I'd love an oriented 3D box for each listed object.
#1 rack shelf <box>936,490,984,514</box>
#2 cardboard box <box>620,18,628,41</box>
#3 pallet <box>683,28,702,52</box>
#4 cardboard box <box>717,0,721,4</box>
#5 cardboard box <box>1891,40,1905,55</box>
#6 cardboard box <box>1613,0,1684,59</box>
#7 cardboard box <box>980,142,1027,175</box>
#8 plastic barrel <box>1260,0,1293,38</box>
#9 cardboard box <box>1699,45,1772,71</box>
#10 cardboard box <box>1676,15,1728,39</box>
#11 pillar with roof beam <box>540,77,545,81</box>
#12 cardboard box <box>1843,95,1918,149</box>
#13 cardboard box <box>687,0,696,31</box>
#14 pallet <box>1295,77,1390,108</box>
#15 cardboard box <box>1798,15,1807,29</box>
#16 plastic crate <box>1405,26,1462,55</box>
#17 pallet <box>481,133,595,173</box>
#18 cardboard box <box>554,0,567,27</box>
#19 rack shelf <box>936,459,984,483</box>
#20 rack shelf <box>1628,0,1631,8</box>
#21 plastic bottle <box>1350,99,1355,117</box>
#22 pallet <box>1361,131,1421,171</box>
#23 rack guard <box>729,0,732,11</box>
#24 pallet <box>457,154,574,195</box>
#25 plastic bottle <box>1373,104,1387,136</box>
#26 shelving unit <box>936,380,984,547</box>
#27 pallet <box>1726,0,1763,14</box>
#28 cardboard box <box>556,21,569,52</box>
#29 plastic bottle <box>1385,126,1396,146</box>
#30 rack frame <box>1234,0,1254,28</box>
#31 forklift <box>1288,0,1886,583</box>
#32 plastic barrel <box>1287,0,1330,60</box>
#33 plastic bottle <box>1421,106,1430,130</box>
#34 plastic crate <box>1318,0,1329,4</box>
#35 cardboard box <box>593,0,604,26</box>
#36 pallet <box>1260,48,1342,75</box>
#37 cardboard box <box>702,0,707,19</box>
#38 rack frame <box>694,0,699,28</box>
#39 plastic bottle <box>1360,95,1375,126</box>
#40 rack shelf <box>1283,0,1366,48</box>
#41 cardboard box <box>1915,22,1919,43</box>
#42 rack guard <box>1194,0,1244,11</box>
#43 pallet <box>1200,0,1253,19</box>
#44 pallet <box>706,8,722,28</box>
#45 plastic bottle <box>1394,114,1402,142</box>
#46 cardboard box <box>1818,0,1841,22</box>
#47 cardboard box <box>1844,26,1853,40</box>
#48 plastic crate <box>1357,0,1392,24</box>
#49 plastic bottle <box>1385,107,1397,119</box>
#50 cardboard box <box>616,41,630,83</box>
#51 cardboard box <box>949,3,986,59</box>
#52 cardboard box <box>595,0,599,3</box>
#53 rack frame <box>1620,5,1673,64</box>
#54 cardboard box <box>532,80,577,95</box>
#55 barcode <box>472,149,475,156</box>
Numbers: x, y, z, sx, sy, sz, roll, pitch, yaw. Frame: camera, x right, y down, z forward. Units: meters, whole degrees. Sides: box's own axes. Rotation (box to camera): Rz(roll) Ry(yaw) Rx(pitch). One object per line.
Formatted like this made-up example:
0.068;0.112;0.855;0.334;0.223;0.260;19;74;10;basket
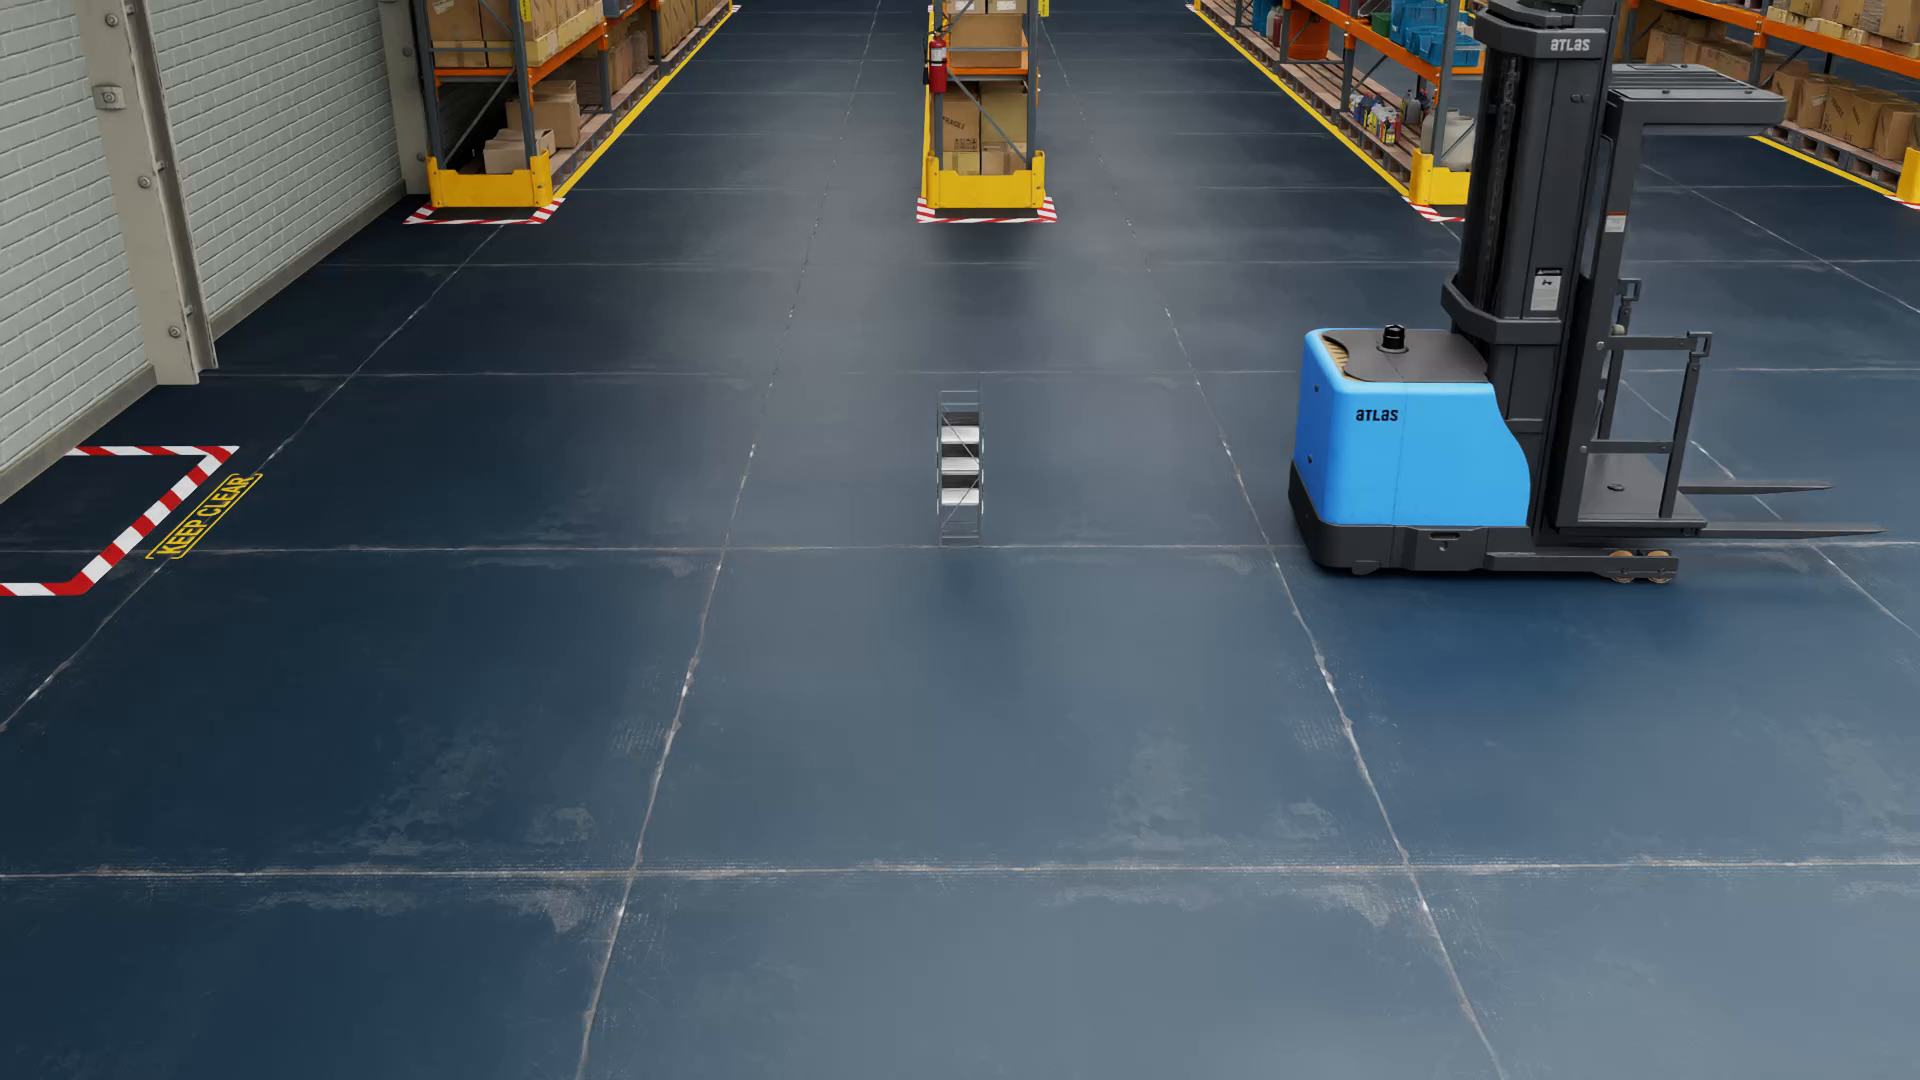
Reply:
0.000;-0.219;9.160;0.258;0.077;0.200;0;24;-1;rack shelf
-4.789;-6.896;22.447;0.500;0.250;0.500;0;24;0;cardboard box
-4.753;-8.084;26.869;1.003;0.211;1.213;0;24;-1;pallet
-4.772;-10.085;30.433;0.700;0.500;0.500;0;24;-1;cardboard box
9.900;-5.106;17.204;0.380;0.149;0.250;0;24;-1;cardboard box
10.080;-7.599;24.480;1.225;0.875;0.875;-1;24;-3;cardboard box
0.464;-3.912;17.087;0.500;0.250;0.500;0;24;-1;cardboard box
5.067;-8.436;26.300;0.600;0.901;0.708;0;24;-1;plastic barrel
10.132;-6.185;21.784;0.700;0.500;0.500;-2;24;-5;cardboard box
10.120;-7.000;22.677;0.500;0.250;0.500;2;24;5;cardboard box
-1.339;-10.238;20.966;9.100;9.000;0.400;0;24;-1;pillar with roof beam
10.135;-4.609;18.324;0.500;0.500;0.500;2;24;4;cardboard box
-4.699;-8.617;26.762;0.750;0.750;0.750;0;24;0;cardboard box
5.094;-5.977;22.210;1.003;0.211;1.213;0;24;-1;pallet
9.844;-5.930;19.025;0.380;0.149;0.250;0;24;-1;cardboard box
4.895;-5.177;17.237;0.499;0.251;0.408;0;24;-1;plastic crate
-4.690;-4.325;18.557;1.003;0.211;1.213;0;24;-1;pallet
-4.405;-5.625;17.295;0.500;0.500;0.500;-1;24;-2;cardboard box
0.000;-0.383;9.086;0.258;0.077;0.200;0;24;-1;rack shelf
10.044;-8.587;25.470;1.077;0.370;4.000;0;24;-1;rack shelf
4.724;-5.171;19.905;0.097;0.201;0.097;0;24;0;plastic bottle
5.139;-4.369;18.654;1.003;0.211;1.213;0;24;-1;pallet
-4.880;-10.192;31.178;1.175;0.500;0.348;0;24;-1;rack guard
-4.680;-3.824;17.448;1.003;0.211;1.213;0;24;-1;pallet
4.760;-4.750;18.793;0.144;0.351;0.185;1;24;2;plastic bottle
0.000;-0.413;9.072;0.258;0.900;0.210;0;24;-1;shelving unit
10.247;-6.671;20.593;1.003;0.211;1.213;0;24;-1;pallet
-4.413;-5.295;17.475;0.500;0.250;0.500;-1;24;-1;cardboard box
4.743;-4.453;18.317;0.097;0.201;0.097;0;24;0;plastic bottle
5.070;-9.717;27.095;1.000;3.000;0.127;0;24;-1;rack frame
3.405;-1.331;8.635;3.031;2.935;1.130;0;24;1;forklift
5.091;-7.473;24.257;0.600;0.830;0.708;0;24;-1;plastic barrel
5.349;-4.839;19.073;0.061;0.283;0.133;0;24;-1;plastic bottle
4.856;-7.040;21.434;0.450;0.188;0.662;0;24;-1;plastic crate
-4.441;-6.123;19.306;0.500;0.250;0.500;0;24;0;cardboard box
5.063;-7.123;24.743;1.003;0.211;1.213;0;24;-1;pallet
-4.744;-9.241;28.565;0.700;0.500;0.500;0;24;-1;cardboard box
-4.836;-9.673;26.997;1.000;3.000;0.127;0;24;-1;rack frame
4.753;-5.002;19.350;0.144;0.351;0.185;-1;24;-3;plastic bottle
5.135;-6.917;21.777;1.077;0.370;4.000;0;24;-1;rack shelf
10.175;-5.202;16.631;0.875;0.500;0.500;0;24;-1;cardboard box
5.013;-10.236;31.276;1.175;0.500;0.348;0;24;-1;rack guard
4.997;-9.755;30.562;1.003;0.211;1.213;0;24;-1;pallet
-4.783;-9.220;29.379;1.003;0.211;1.213;0;24;-1;pallet
4.874;-4.595;18.531;0.061;0.283;0.133;0;24;-1;plastic bottle
10.129;-6.027;18.453;0.875;0.500;0.500;0;24;-1;cardboard box
9.889;-5.518;18.115;0.380;0.149;0.250;0;24;-1;cardboard box
5.036;-6.176;19.341;0.767;0.338;0.504;0;24;-1;plastic crate
4.906;-4.804;19.002;0.152;0.276;0.135;0;24;-1;plastic bottle
-4.810;-6.372;22.198;0.700;0.500;0.500;0;24;-1;cardboard box
0.245;-5.206;16.999;0.700;0.500;0.500;0;24;1;cardboard box
-4.435;-6.465;19.152;0.500;0.500;0.500;0;24;-1;cardboard box
10.066;-8.091;23.500;1.000;3.000;0.127;0;24;-1;rack frame
-4.698;-5.010;19.187;0.500;0.500;0.500;-2;24;-5;cardboard box
-5.023;-3.999;17.169;0.001;0.075;0.075;0;24;-1;barcode
